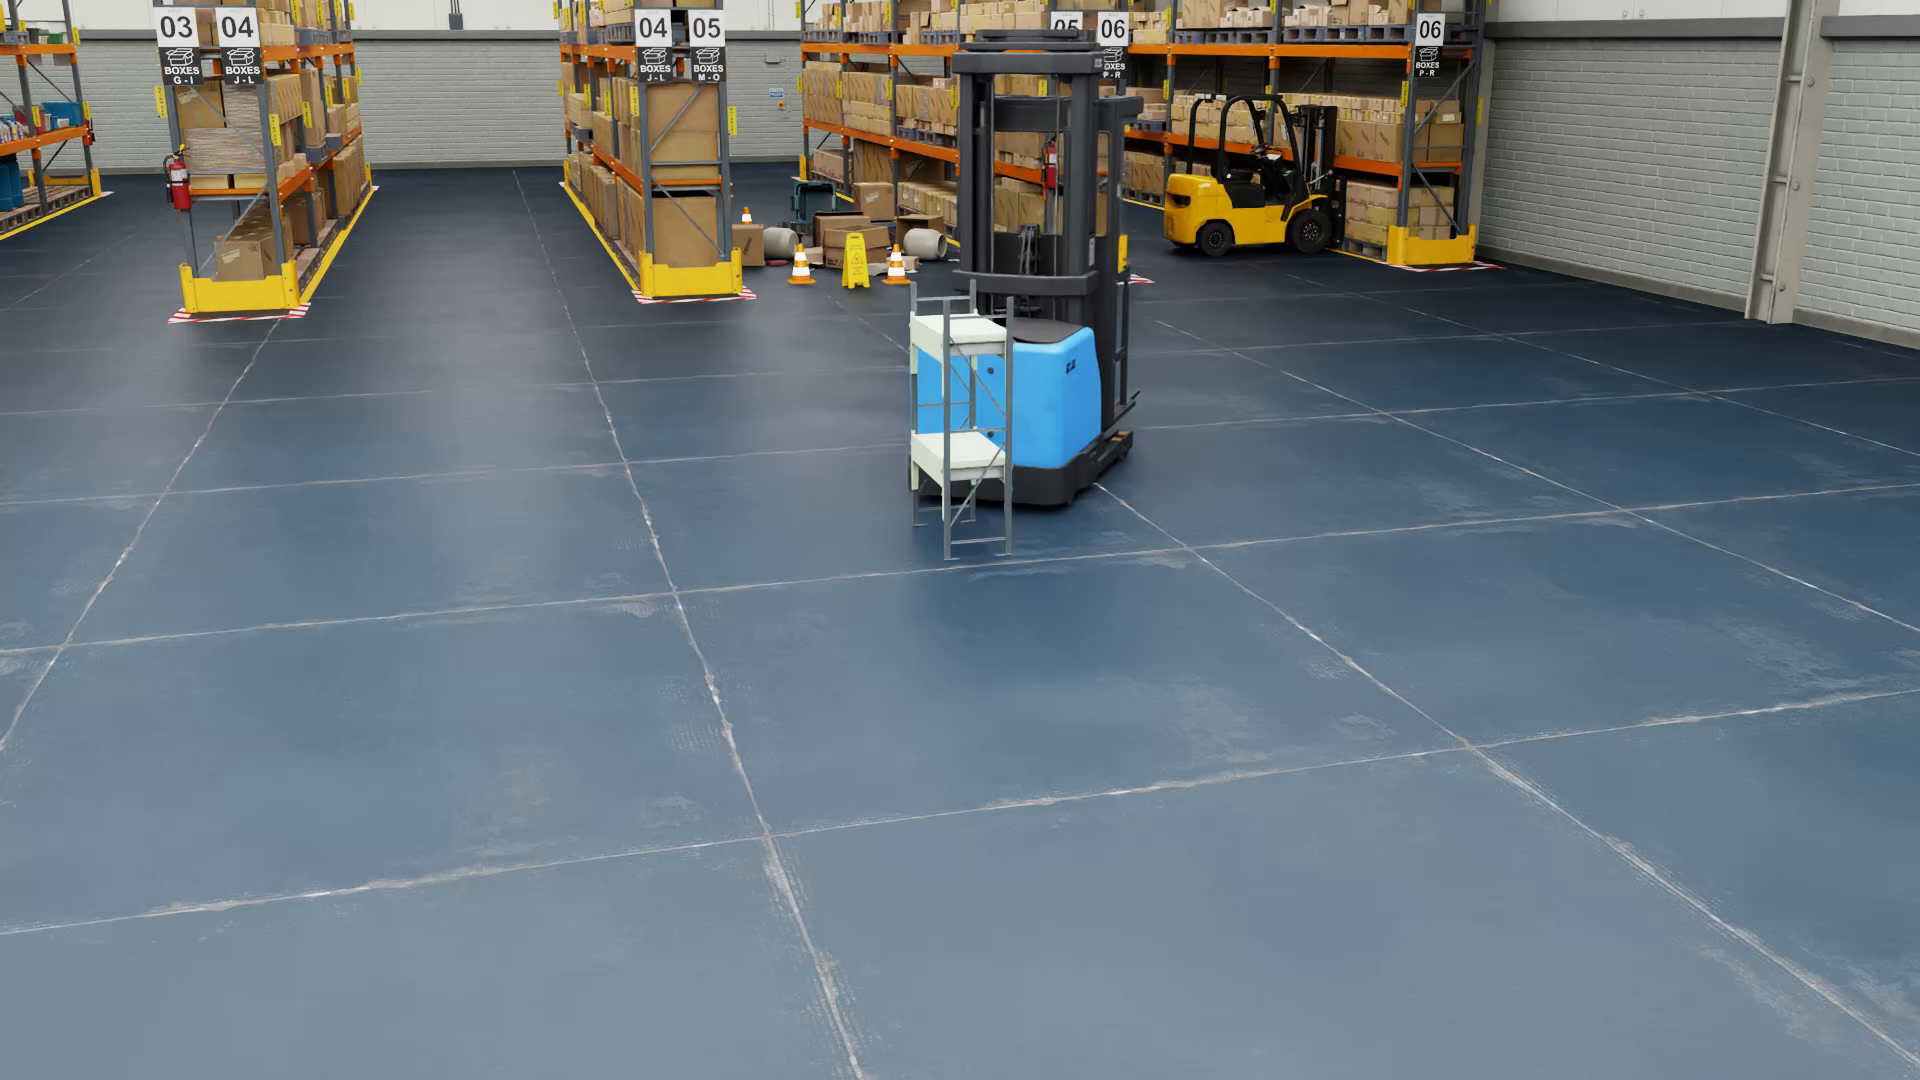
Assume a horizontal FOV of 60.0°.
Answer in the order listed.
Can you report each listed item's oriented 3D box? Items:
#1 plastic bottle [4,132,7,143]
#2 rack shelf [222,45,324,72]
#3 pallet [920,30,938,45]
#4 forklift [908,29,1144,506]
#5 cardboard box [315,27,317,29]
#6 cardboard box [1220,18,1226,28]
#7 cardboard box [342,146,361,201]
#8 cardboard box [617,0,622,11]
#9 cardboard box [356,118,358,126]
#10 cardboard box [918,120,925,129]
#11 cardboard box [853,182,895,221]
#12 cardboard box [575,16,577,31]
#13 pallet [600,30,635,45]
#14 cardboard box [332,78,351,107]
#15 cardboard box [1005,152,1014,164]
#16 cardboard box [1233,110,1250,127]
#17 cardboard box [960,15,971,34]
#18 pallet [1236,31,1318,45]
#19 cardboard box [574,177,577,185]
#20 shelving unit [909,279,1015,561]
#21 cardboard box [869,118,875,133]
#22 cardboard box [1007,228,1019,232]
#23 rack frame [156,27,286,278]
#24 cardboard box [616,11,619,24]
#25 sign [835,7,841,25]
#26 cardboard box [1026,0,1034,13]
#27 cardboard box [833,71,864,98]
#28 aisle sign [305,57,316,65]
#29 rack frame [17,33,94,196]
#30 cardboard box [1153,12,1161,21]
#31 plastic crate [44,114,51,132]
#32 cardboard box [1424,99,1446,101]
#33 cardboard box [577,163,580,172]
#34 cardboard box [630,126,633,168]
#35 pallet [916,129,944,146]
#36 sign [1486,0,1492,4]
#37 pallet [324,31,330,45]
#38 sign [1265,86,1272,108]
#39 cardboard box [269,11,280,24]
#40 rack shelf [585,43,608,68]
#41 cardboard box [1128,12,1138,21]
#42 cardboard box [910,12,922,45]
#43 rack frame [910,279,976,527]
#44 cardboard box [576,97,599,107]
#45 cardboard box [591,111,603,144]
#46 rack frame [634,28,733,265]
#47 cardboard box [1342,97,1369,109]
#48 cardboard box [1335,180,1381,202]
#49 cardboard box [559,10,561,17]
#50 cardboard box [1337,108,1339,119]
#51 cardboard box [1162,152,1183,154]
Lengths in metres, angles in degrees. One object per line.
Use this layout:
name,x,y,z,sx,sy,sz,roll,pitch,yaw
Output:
plastic bottle,-15.284,-6.446,26.544,0.097,0.201,0.097,0,17,0
rack shelf,-9.626,-6.757,23.268,1.077,0.370,4.000,-5,17,-15
pallet,0.096,-7.707,25.509,1.213,0.211,1.003,-5,17,-15
forklift,0.617,-2.003,11.525,1.130,2.935,3.031,6,18,18
cardboard box,-9.810,-7.470,24.654,0.500,0.250,0.500,-5,17,-15
cardboard box,4.417,-8.347,26.845,0.380,0.149,0.250,-5,17,-16
cardboard box,-11.080,-6.332,28.782,1.225,0.875,0.875,-5,17,-15
cardboard box,-3.858,-6.516,20.056,0.500,0.250,0.500,-5,17,-16
cardboard box,-11.678,-7.955,31.659,0.380,0.149,0.250,-5,17,-16
cardboard box,-0.464,-6.679,26.680,0.380,0.149,0.250,-4,17,-12
cardboard box,-1.252,-4.911,24.117,0.500,0.500,0.500,-5,17,-15
cardboard box,-6.439,-9.023,28.988,0.500,0.311,0.500,-5,17,-16
pallet,-4.579,-7.070,23.394,0.805,0.209,1.217,-5,18,-17
cardboard box,-11.436,-8.187,30.433,0.500,0.500,0.500,-5,18,-17
cardboard box,0.824,-5.103,22.162,0.380,0.149,0.250,-5,17,-16
cardboard box,4.694,-6.713,26.479,0.500,0.250,0.500,-5,17,-17
cardboard box,0.309,-7.259,23.432,0.500,0.250,0.500,-5,17,-16
pallet,4.968,-7.876,26.077,0.805,0.209,1.217,-5,18,-17
cardboard box,-7.198,-6.892,31.907,0.380,0.149,0.250,-5,17,-15
shelving unit,0.002,-0.716,9.730,0.431,1.500,0.755,-5,17,-15
cardboard box,-1.315,-7.329,29.399,0.500,0.250,0.500,-5,17,-16
cardboard box,0.935,-4.019,22.167,0.500,0.250,0.500,-5,17,-15
rack frame,-7.977,-4.005,18.071,1.000,3.000,0.127,-5,17,-15
cardboard box,-4.017,-6.421,20.434,0.380,0.149,0.250,-4,17,-15
sign,-2.280,-9.785,31.064,0.100,0.325,0.005,-5,17,-15
cardboard box,1.052,-6.700,20.880,0.380,0.149,0.250,-5,17,-16
cardboard box,-2.142,-8.743,31.933,0.500,0.500,0.500,-5,17,-16
aisle sign,-12.683,-9.672,32.418,0.394,0.787,0.004,-5,17,-15
rack frame,-17.137,-8.039,31.501,1.000,3.000,0.127,-5,17,-15
cardboard box,3.653,-9.315,29.586,0.380,0.149,0.250,-5,18,-17
plastic crate,-16.280,-7.342,29.280,0.437,0.282,0.530,-5,17,-15
cardboard box,6.423,-5.871,22.465,0.380,0.149,0.250,-4,17,-13
cardboard box,-7.010,-7.023,31.309,0.380,0.149,0.250,-5,17,-16
cardboard box,-3.717,-4.999,21.118,0.875,0.550,0.500,-5,17,-15
pallet,-0.064,-6.365,26.261,1.003,0.211,1.213,-5,17,-15
sign,6.858,-7.117,21.561,0.100,0.325,0.005,-5,17,-15
pallet,-10.404,-7.738,25.612,1.213,0.211,1.003,-4,17,-13
sign,4.704,-6.759,25.365,0.100,0.325,0.005,-5,17,-15
cardboard box,-8.342,-6.236,19.851,0.380,0.149,0.250,-4,17,-13
rack shelf,-4.830,-7.121,24.480,1.077,0.370,4.000,-5,17,-15
cardboard box,3.165,-9.670,30.733,0.380,0.149,0.250,-5,17,-15
cardboard box,-0.397,-8.223,26.724,0.700,0.500,0.500,-5,17,-15
rack frame,-0.099,-0.818,10.067,0.400,1.500,0.023,-5,17,-15
cardboard box,-6.170,-7.263,27.589,0.380,0.149,0.250,-4,17,-14
cardboard box,-5.515,-6.484,26.151,0.500,0.500,0.500,-5,17,-15
rack frame,-3.181,-4.369,19.283,1.000,3.000,0.127,-5,17,-15
cardboard box,5.574,-6.110,23.262,0.380,0.149,0.250,-4,17,-14
cardboard box,5.602,-4.927,23.453,0.500,0.250,0.500,-4,17,-15
cardboard box,-7.651,-10.330,32.611,0.380,0.149,0.250,-5,17,-15
cardboard box,5.464,-6.109,23.773,0.380,0.149,0.250,-5,17,-16
cardboard box,3.984,-7.167,31.086,0.380,0.149,0.250,-5,17,-16
